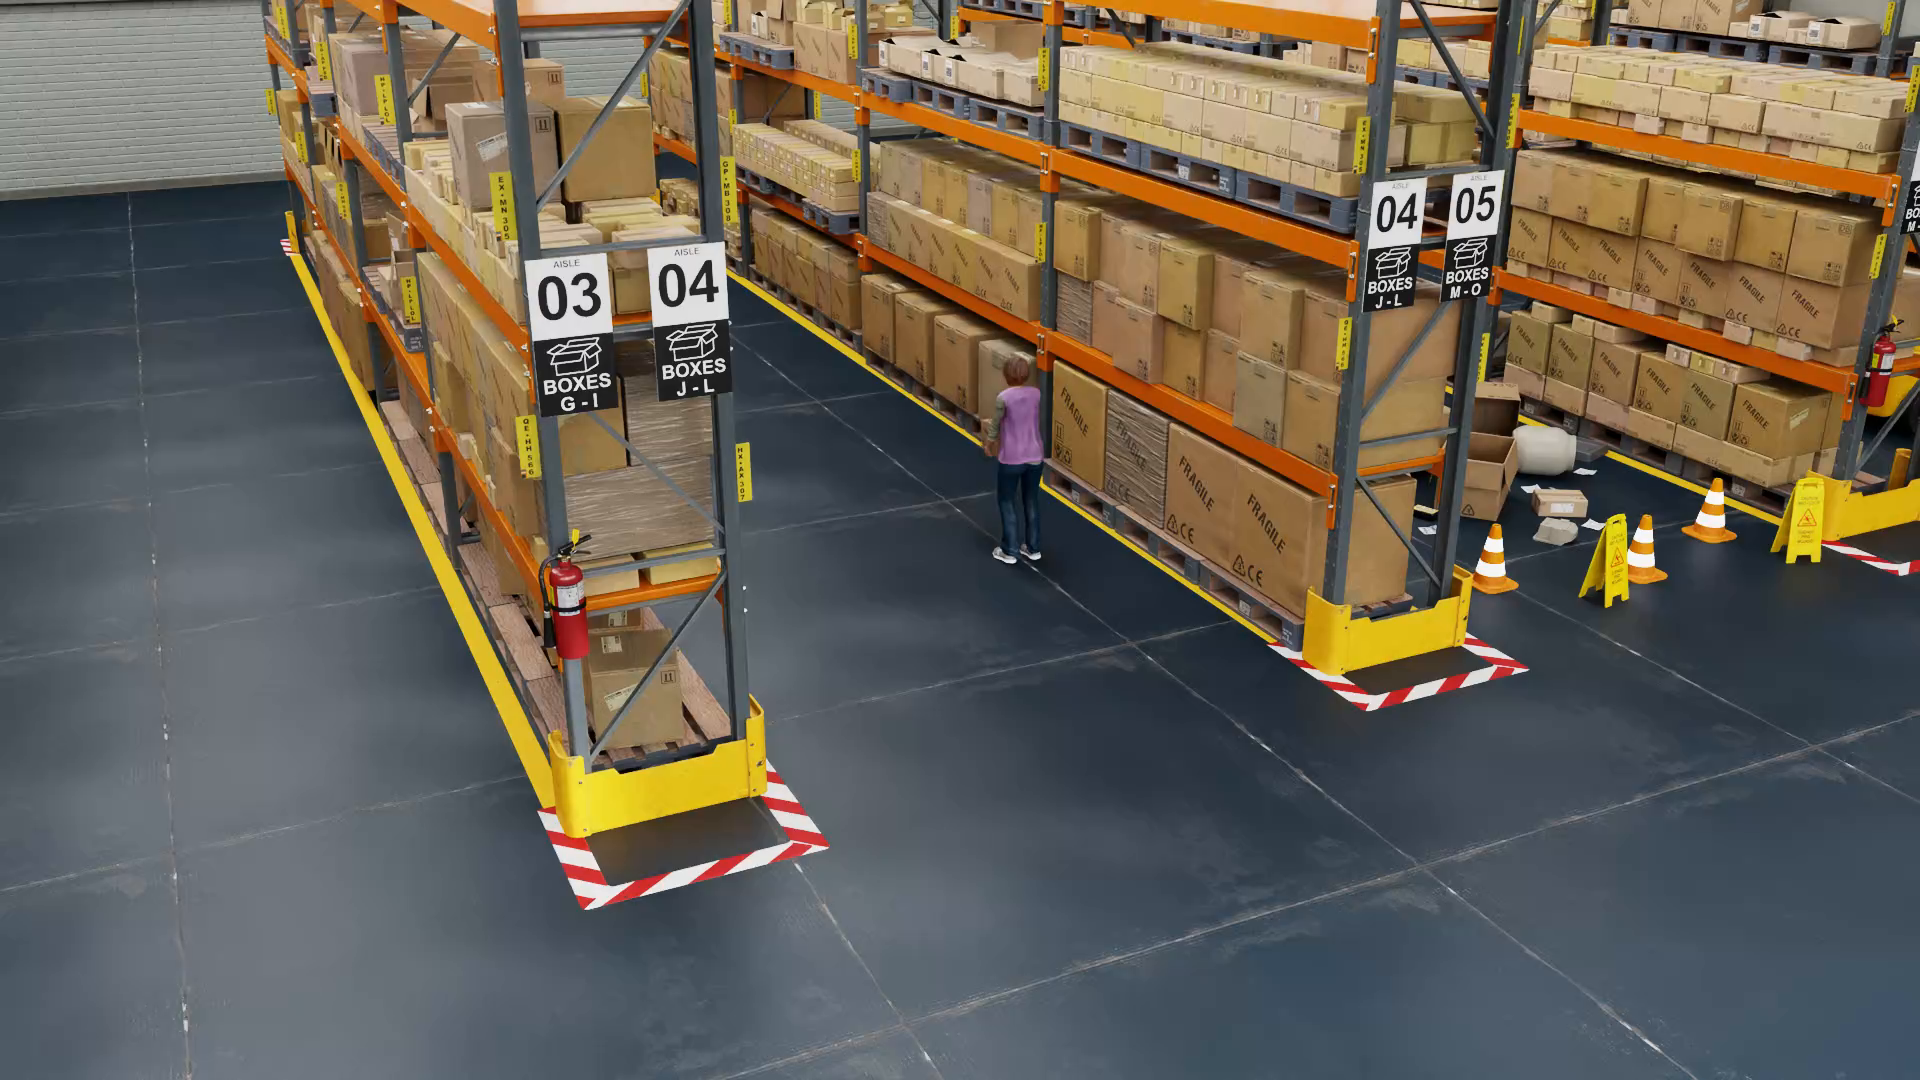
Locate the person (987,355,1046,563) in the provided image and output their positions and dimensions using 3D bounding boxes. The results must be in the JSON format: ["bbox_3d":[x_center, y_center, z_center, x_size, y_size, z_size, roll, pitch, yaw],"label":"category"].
[{"bbox_3d":[0.432,-0.592,12.426,0.484,1.594,0.340,-12,25,-26],"label":"person"}]
